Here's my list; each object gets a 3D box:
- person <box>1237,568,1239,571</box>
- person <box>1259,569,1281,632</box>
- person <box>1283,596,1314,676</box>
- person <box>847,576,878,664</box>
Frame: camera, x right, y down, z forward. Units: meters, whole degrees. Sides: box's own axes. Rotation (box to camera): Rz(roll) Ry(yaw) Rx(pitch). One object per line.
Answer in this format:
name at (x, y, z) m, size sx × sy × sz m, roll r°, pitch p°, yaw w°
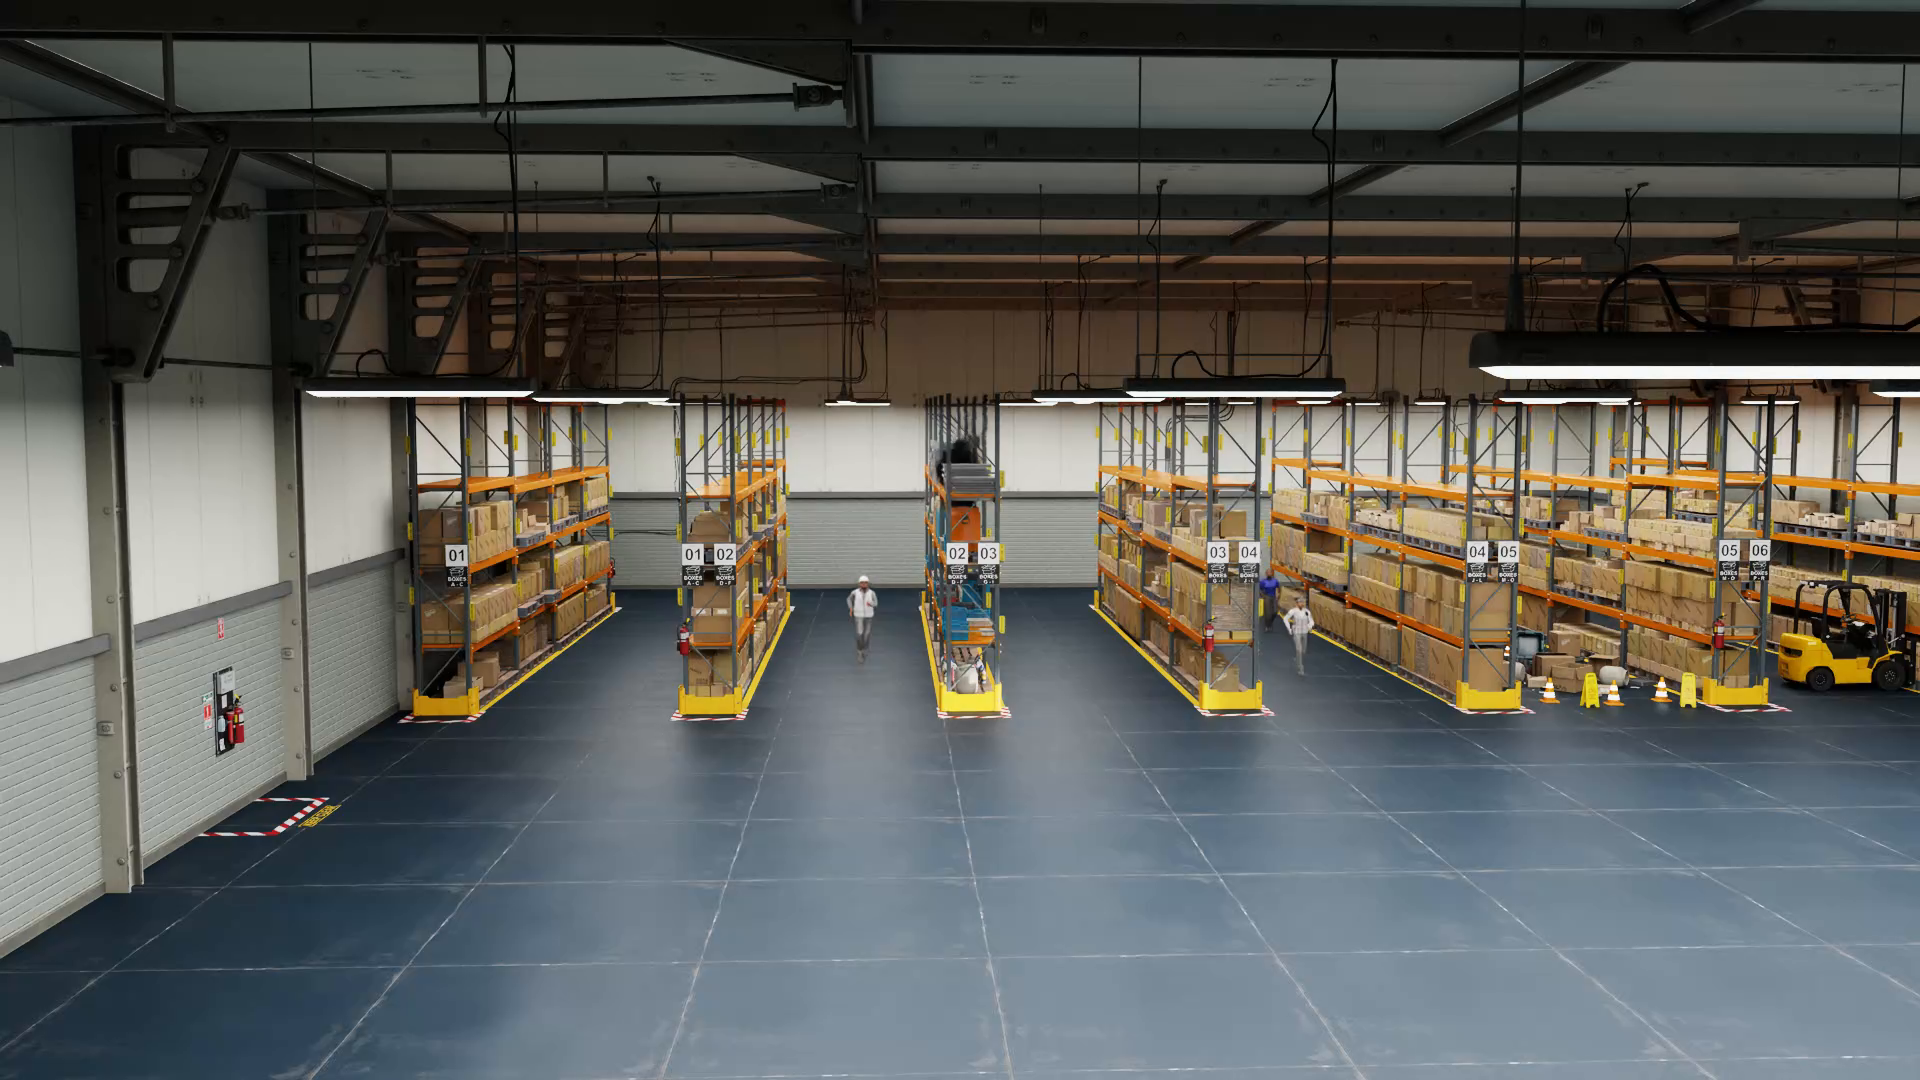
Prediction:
person at (8.288, 1.124, 48.361) m, size 0.724 × 1.613 × 0.617 m, roll -4°, pitch 6°, yaw -39°
person at (7.951, 1.553, 42.597) m, size 0.590 × 1.615 × 0.552 m, roll 0°, pitch 5°, yaw 2°
person at (7.336, 2.040, 35.972) m, size 0.629 × 1.702 × 0.771 m, roll -1°, pitch 5°, yaw -10°
person at (-2.097, 1.722, 36.145) m, size 0.624 × 1.892 × 0.727 m, roll -1°, pitch 5°, yaw -14°
